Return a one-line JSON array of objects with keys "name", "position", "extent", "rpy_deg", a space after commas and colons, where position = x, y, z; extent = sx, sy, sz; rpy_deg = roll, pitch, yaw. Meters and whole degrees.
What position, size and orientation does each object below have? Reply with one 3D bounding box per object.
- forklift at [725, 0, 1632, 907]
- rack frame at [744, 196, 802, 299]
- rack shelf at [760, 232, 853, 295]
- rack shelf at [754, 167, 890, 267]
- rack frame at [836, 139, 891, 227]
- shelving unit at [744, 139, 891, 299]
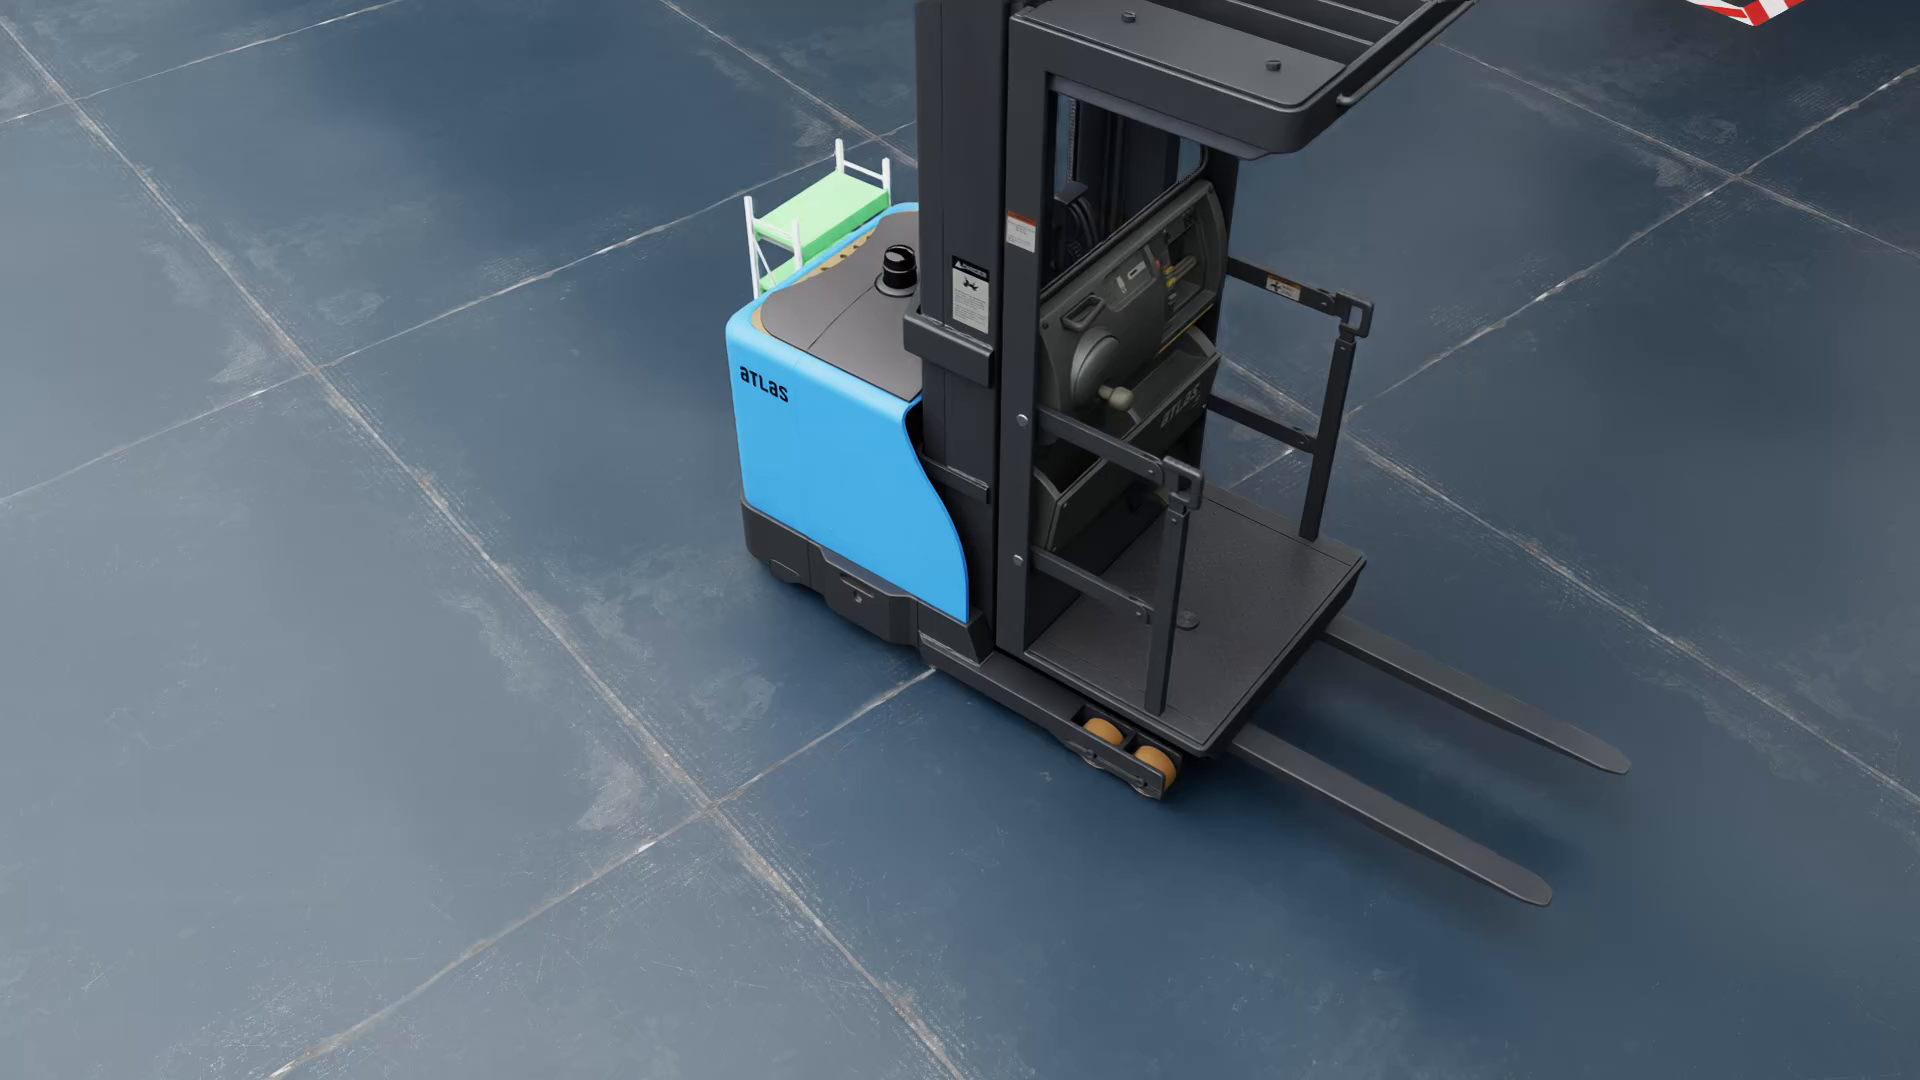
[{"name": "forklift", "position": [0.690, -0.656, 4.808], "extent": [3.031, 2.935, 1.130], "rpy_deg": [27, 50, 26]}, {"name": "rack frame", "position": [-0.647, -0.703, 6.122], "extent": [0.240, 1.200, 0.015], "rpy_deg": [27, 50, 26]}, {"name": "rack shelf", "position": [-0.499, -0.965, 6.143], "extent": [0.258, 0.148, 0.480], "rpy_deg": [27, 50, 26]}, {"name": "rack shelf", "position": [-0.500, -1.140, 5.979], "extent": [0.258, 0.148, 0.480], "rpy_deg": [27, 50, 26]}, {"name": "rack frame", "position": [-0.352, -0.969, 6.405], "extent": [0.240, 1.200, 0.015], "rpy_deg": [27, 50, 26]}, {"name": "shelving unit", "position": [-0.499, -0.836, 6.264], "extent": [0.258, 1.200, 0.503], "rpy_deg": [27, 50, 26]}]
